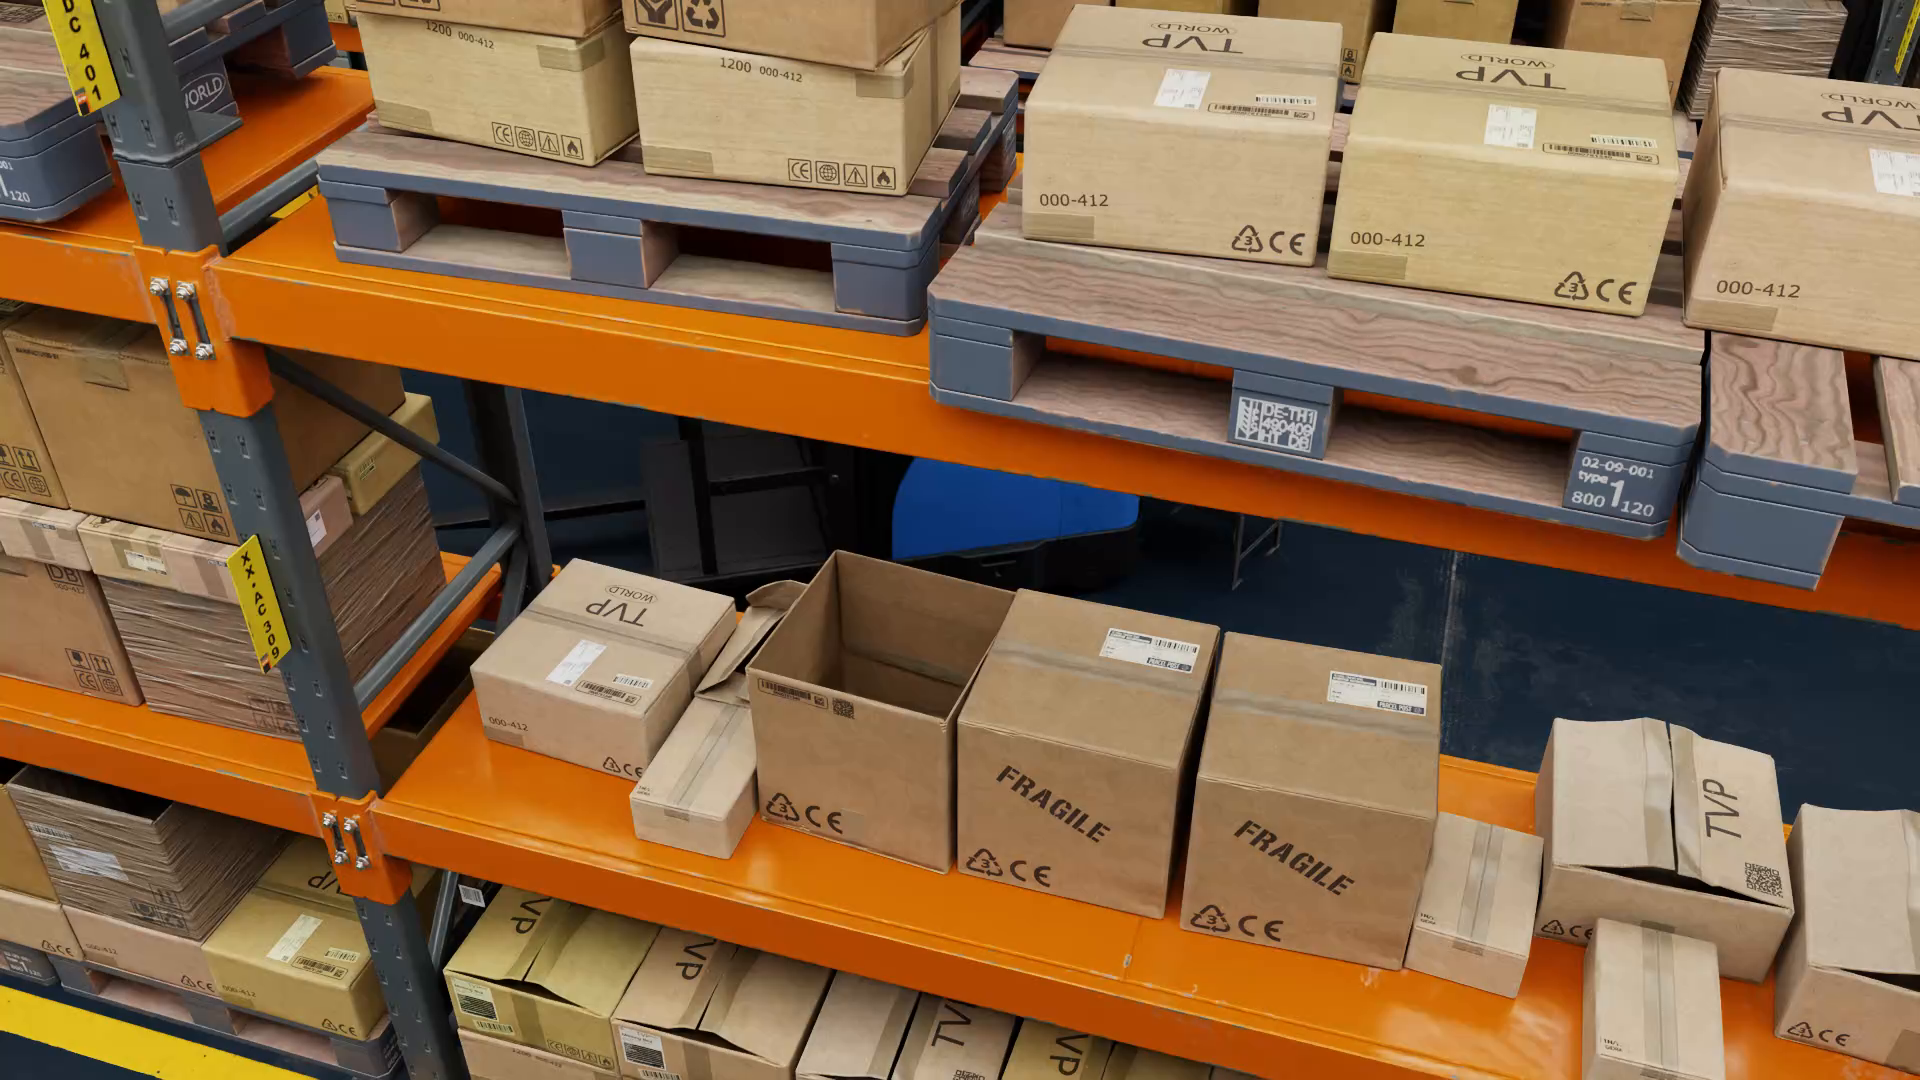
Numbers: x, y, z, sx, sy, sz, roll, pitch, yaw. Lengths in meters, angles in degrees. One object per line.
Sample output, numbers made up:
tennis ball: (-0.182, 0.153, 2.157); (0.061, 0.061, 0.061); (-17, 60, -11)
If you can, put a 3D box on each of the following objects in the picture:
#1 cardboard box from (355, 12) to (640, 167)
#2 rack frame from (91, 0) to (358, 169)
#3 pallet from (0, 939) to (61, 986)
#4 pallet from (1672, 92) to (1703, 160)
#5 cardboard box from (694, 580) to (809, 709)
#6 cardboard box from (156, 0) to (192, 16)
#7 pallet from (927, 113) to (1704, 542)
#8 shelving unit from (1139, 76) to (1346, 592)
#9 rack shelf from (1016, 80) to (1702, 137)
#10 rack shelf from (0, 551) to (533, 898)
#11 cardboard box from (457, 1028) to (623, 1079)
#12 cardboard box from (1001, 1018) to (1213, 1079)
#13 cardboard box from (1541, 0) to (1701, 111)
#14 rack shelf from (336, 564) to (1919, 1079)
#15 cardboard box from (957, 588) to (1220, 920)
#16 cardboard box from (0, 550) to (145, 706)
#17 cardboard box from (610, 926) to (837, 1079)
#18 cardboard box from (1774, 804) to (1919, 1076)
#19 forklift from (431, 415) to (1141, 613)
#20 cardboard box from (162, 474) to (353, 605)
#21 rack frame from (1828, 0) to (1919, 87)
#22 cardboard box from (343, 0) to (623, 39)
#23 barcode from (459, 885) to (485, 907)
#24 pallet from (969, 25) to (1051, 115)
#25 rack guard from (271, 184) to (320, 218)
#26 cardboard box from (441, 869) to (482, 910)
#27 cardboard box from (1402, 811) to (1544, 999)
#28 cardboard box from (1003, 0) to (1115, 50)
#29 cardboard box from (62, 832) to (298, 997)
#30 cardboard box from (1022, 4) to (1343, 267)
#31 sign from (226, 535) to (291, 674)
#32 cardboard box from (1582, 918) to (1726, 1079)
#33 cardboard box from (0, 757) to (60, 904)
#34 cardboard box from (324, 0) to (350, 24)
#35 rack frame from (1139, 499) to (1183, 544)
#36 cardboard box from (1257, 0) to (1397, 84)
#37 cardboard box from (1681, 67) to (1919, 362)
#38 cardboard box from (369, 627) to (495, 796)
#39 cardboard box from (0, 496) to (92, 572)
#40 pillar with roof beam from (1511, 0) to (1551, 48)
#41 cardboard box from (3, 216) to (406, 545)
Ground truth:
cardboard box: (-0.818, -0.990, 3.306); (0.500, 0.250, 0.500); (14, 39, 19)
rack frame: (-1.404, -2.203, 2.652); (0.127, 3.000, 1.000); (10, 38, 14)
pallet: (-3.319, 0.957, 5.771); (1.213, 0.211, 1.003); (10, 38, 14)
pallet: (3.176, -1.872, 7.425); (1.003, 0.211, 1.213); (10, 38, 14)
cardboard box: (-0.510, 0.319, 4.400); (0.258, 0.266, 0.396); (10, 37, 13)
cardboard box: (-1.806, -1.499, 3.669); (0.500, 0.500, 0.500); (14, 38, 18)
pallet: (0.672, -0.477, 2.997); (1.213, 0.211, 1.003); (12, 38, 16)
shelving unit: (1.062, -0.813, 6.583); (0.503, 2.100, 0.431); (25, 43, 30)
rack shelf: (1.979, -1.947, 7.972); (4.000, 0.370, 1.077); (10, 38, 14)
rack shelf: (-3.313, 0.149, 5.124); (4.000, 0.370, 1.077); (10, 38, 14)
cardboard box: (-1.093, 1.363, 4.834); (0.500, 0.250, 0.500); (10, 37, 13)
cardboard box: (0.384, 1.410, 4.296); (0.500, 0.311, 0.500); (12, 38, 15)
cardboard box: (2.895, -2.262, 7.337); (0.500, 0.500, 0.700); (7, 37, 10)
rack shelf: (0.505, 0.856, 4.163); (4.000, 0.370, 1.077); (10, 38, 14)
cardboard box: (0.305, 0.499, 3.957); (0.500, 0.500, 0.500); (11, 38, 14)
cardboard box: (-2.335, 0.008, 4.624); (0.500, 0.500, 0.700); (10, 38, 13)
cardboard box: (-0.607, 1.231, 4.540); (0.500, 0.311, 0.500); (10, 38, 13)
cardboard box: (2.080, 0.867, 3.617); (0.500, 0.311, 0.500); (13, 38, 17)
forklift: (-0.824, -1.087, 6.254); (3.031, 2.935, 1.130); (-8, 37, -10)
cardboard box: (-1.727, -0.015, 4.109); (0.250, 0.149, 0.380); (10, 38, 14)
rack frame: (3.888, -1.884, 7.279); (0.127, 3.000, 1.000); (10, 38, 14)
cardboard box: (-0.827, -1.275, 3.060); (0.500, 0.500, 0.500); (11, 38, 14)
barcode: (-1.284, 0.936, 4.375); (0.075, 0.075, 0.001); (10, 38, 14)
pallet: (0.756, -2.296, 8.001); (1.213, 0.211, 1.003); (10, 38, 14)
rack guard: (-3.676, -2.277, 9.923); (0.348, 0.500, 1.175); (10, 38, 14)
cardboard box: (-1.756, 0.898, 5.465); (0.500, 0.250, 0.500); (10, 38, 14)
cardboard box: (1.180, 0.828, 3.807); (0.250, 0.149, 0.380); (13, 38, 17)
cardboard box: (0.545, -2.699, 7.931); (0.500, 0.500, 0.700); (11, 38, 14)
cardboard box: (-2.386, 1.099, 5.192); (0.500, 0.250, 0.500); (10, 38, 14)
cardboard box: (0.403, -0.731, 2.955); (0.500, 0.250, 0.500); (7, 37, 10)
sign: (-1.568, 0.147, 3.723); (0.005, 0.325, 0.100); (10, 38, 14)
cardboard box: (1.473, 1.018, 3.548); (0.250, 0.149, 0.380); (10, 38, 14)
cardboard box: (-2.864, 0.710, 5.088); (0.500, 0.500, 0.500); (10, 38, 14)
cardboard box: (-3.377, -2.979, 8.877); (0.500, 0.250, 0.500); (9, 37, 13)
rack frame: (0.870, -0.902, 6.704); (0.015, 2.100, 0.400); (25, 43, 30)
cardboard box: (1.715, -2.497, 7.657); (0.500, 0.500, 0.700); (16, 39, 20)
cardboard box: (1.459, -0.528, 2.678); (0.500, 0.250, 0.500); (11, 38, 15)
cardboard box: (-1.753, 0.590, 5.251); (0.500, 0.500, 0.500); (10, 38, 14)
cardboard box: (-2.213, -0.105, 4.231); (0.250, 0.149, 0.380); (9, 37, 13)
pillar with roof beam: (1.621, -2.583, 3.168); (0.400, 9.000, 9.100); (10, 38, 14)
cardboard box: (-1.829, -0.425, 4.118); (0.500, 0.500, 0.700); (11, 38, 14)
